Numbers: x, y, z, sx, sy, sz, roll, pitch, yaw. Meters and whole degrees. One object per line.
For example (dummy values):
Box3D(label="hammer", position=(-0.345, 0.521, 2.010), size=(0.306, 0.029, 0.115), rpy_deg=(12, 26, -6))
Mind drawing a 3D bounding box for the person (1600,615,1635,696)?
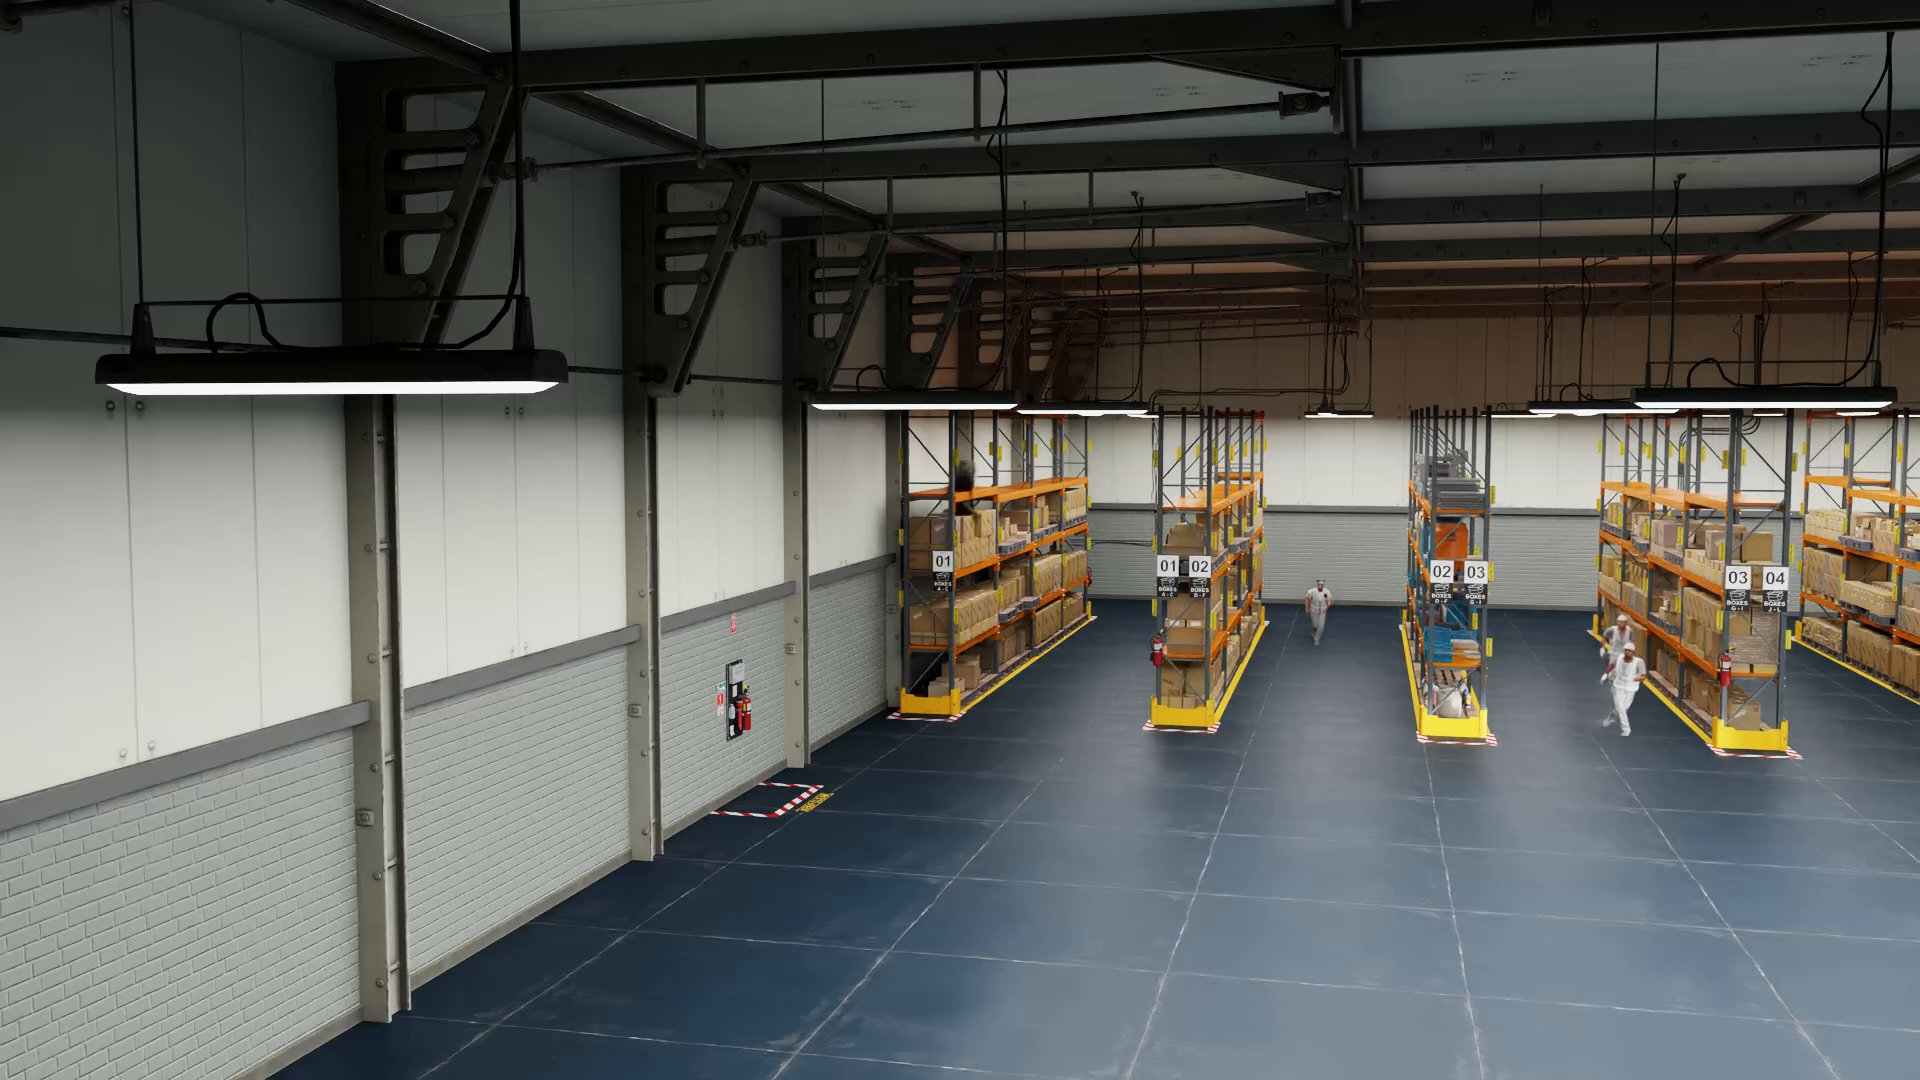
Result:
Box3D(label="person", position=(13.697, 2.388, 34.623), size=(0.649, 1.713, 0.706), rpy_deg=(0, 4, -1))

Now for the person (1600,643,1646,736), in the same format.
Box3D(label="person", position=(12.128, 2.705, 30.409), size=(0.800, 1.723, 0.709), rpy_deg=(2, 5, 26))

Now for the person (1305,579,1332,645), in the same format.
Box3D(label="person", position=(9.183, 1.826, 42.592), size=(0.653, 1.708, 0.678), rpy_deg=(0, 4, -1))
